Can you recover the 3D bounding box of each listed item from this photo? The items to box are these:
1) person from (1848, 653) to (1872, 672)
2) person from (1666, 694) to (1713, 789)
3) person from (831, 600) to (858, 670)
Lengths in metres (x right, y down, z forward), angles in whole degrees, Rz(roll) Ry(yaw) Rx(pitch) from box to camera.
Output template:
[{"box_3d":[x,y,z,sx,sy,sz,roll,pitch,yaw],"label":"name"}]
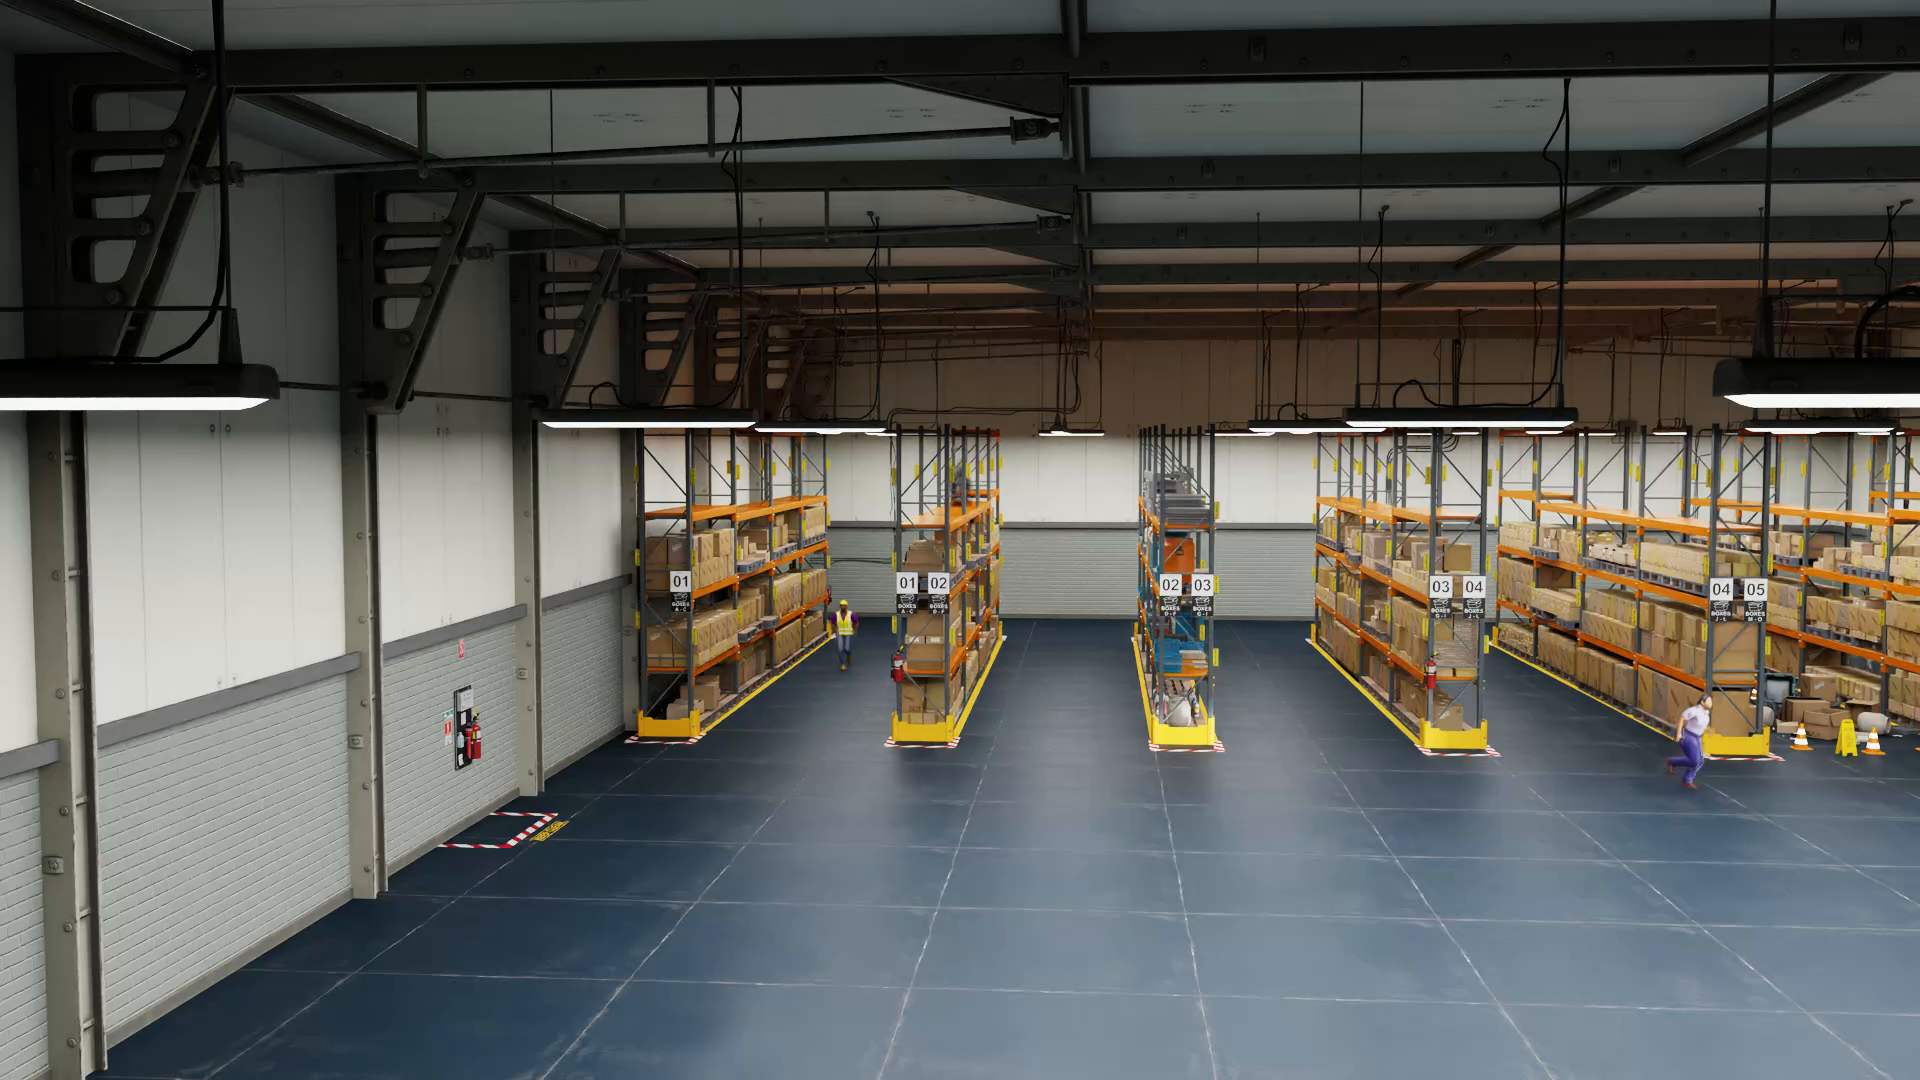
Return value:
[{"box_3d":[21.963,2.407,40.552,0.597,1.741,0.770,0,3,-5],"label":"person"},{"box_3d":[11.999,3.294,27.333,0.702,1.587,0.599,3,5,44],"label":"person"},{"box_3d":[-2.877,2.351,41.316,0.673,1.723,0.433,0,3,2],"label":"person"}]
